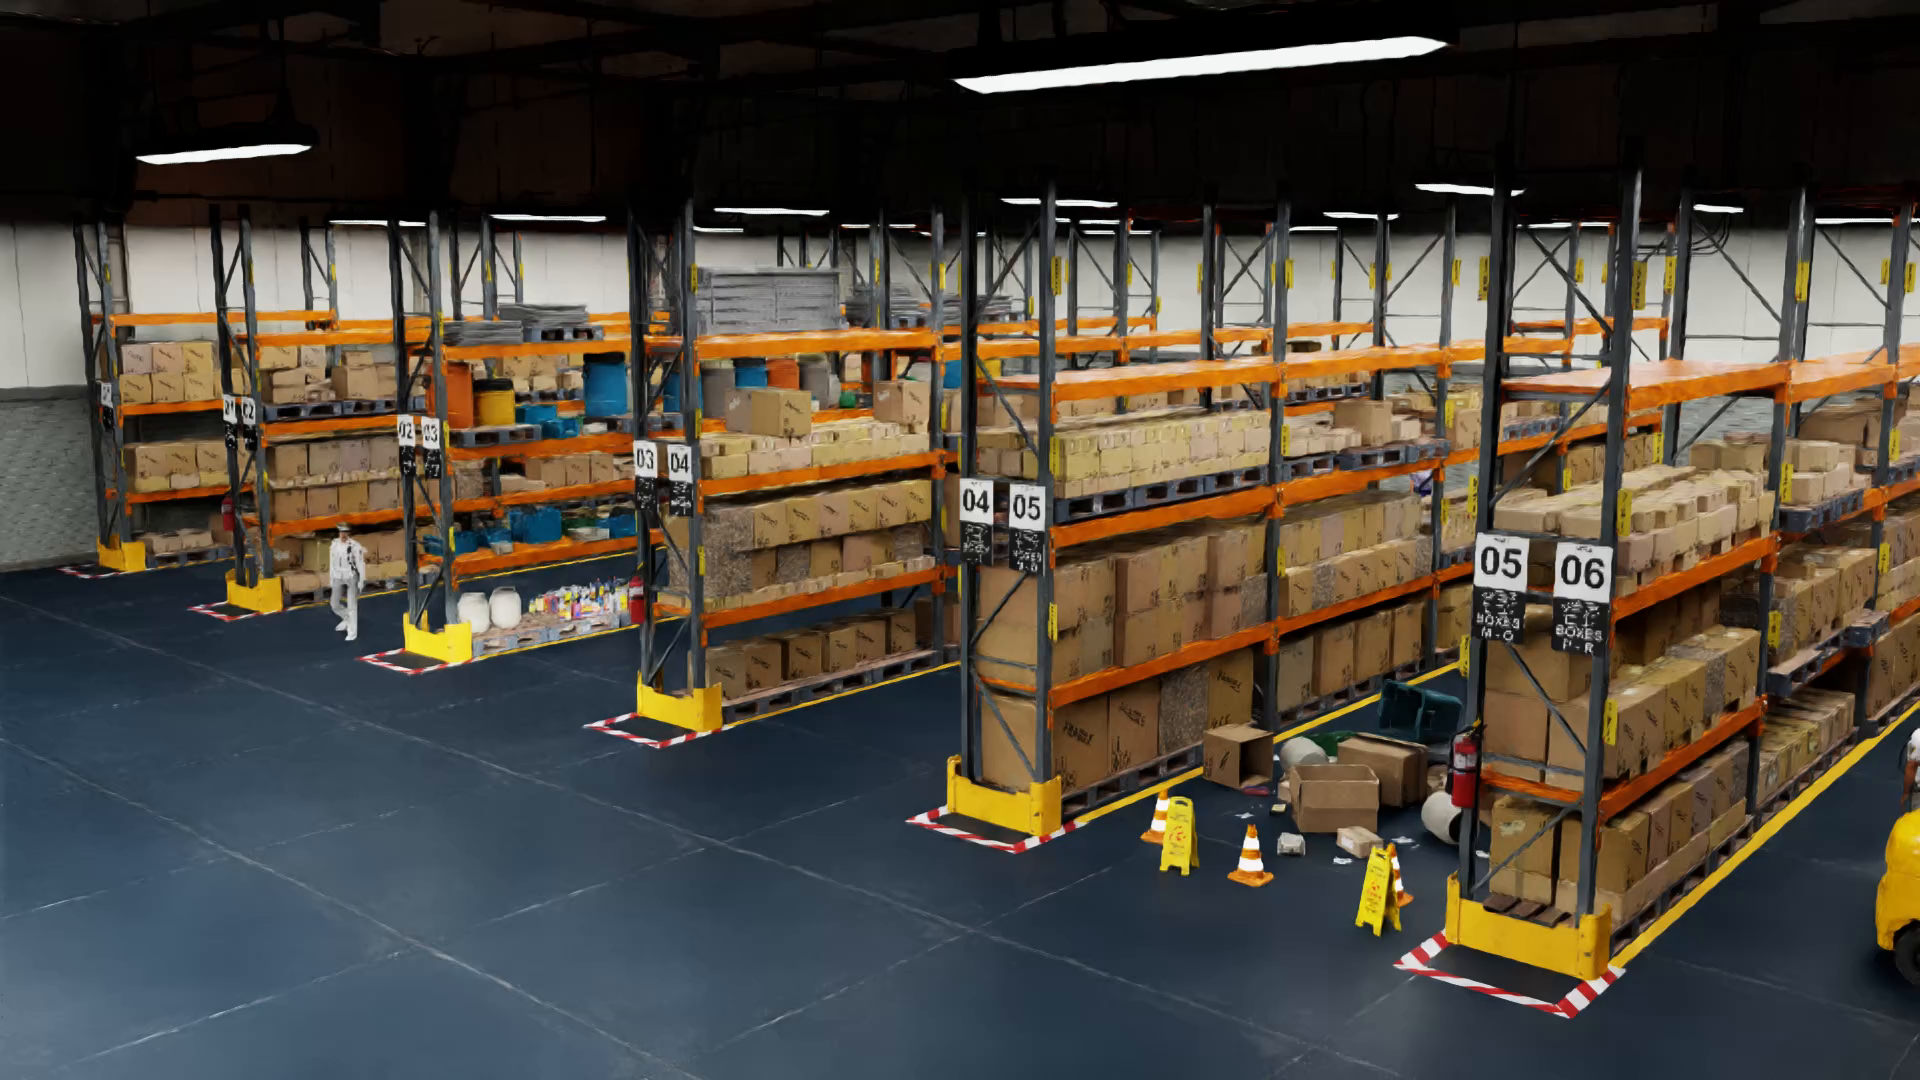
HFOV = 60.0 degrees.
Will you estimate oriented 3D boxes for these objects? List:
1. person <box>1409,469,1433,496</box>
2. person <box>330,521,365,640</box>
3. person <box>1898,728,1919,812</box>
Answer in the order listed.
[{"bbox_3d":[8.581,-0.835,31.270,0.657,1.641,0.466,-4,10,-22],"label":"person"},{"bbox_3d":[-8.478,0.535,23.051,0.530,1.670,0.519,1,9,4],"label":"person"},{"bbox_3d":[8.001,2.082,13.735,0.598,1.653,0.556,-3,10,-17],"label":"person"}]
